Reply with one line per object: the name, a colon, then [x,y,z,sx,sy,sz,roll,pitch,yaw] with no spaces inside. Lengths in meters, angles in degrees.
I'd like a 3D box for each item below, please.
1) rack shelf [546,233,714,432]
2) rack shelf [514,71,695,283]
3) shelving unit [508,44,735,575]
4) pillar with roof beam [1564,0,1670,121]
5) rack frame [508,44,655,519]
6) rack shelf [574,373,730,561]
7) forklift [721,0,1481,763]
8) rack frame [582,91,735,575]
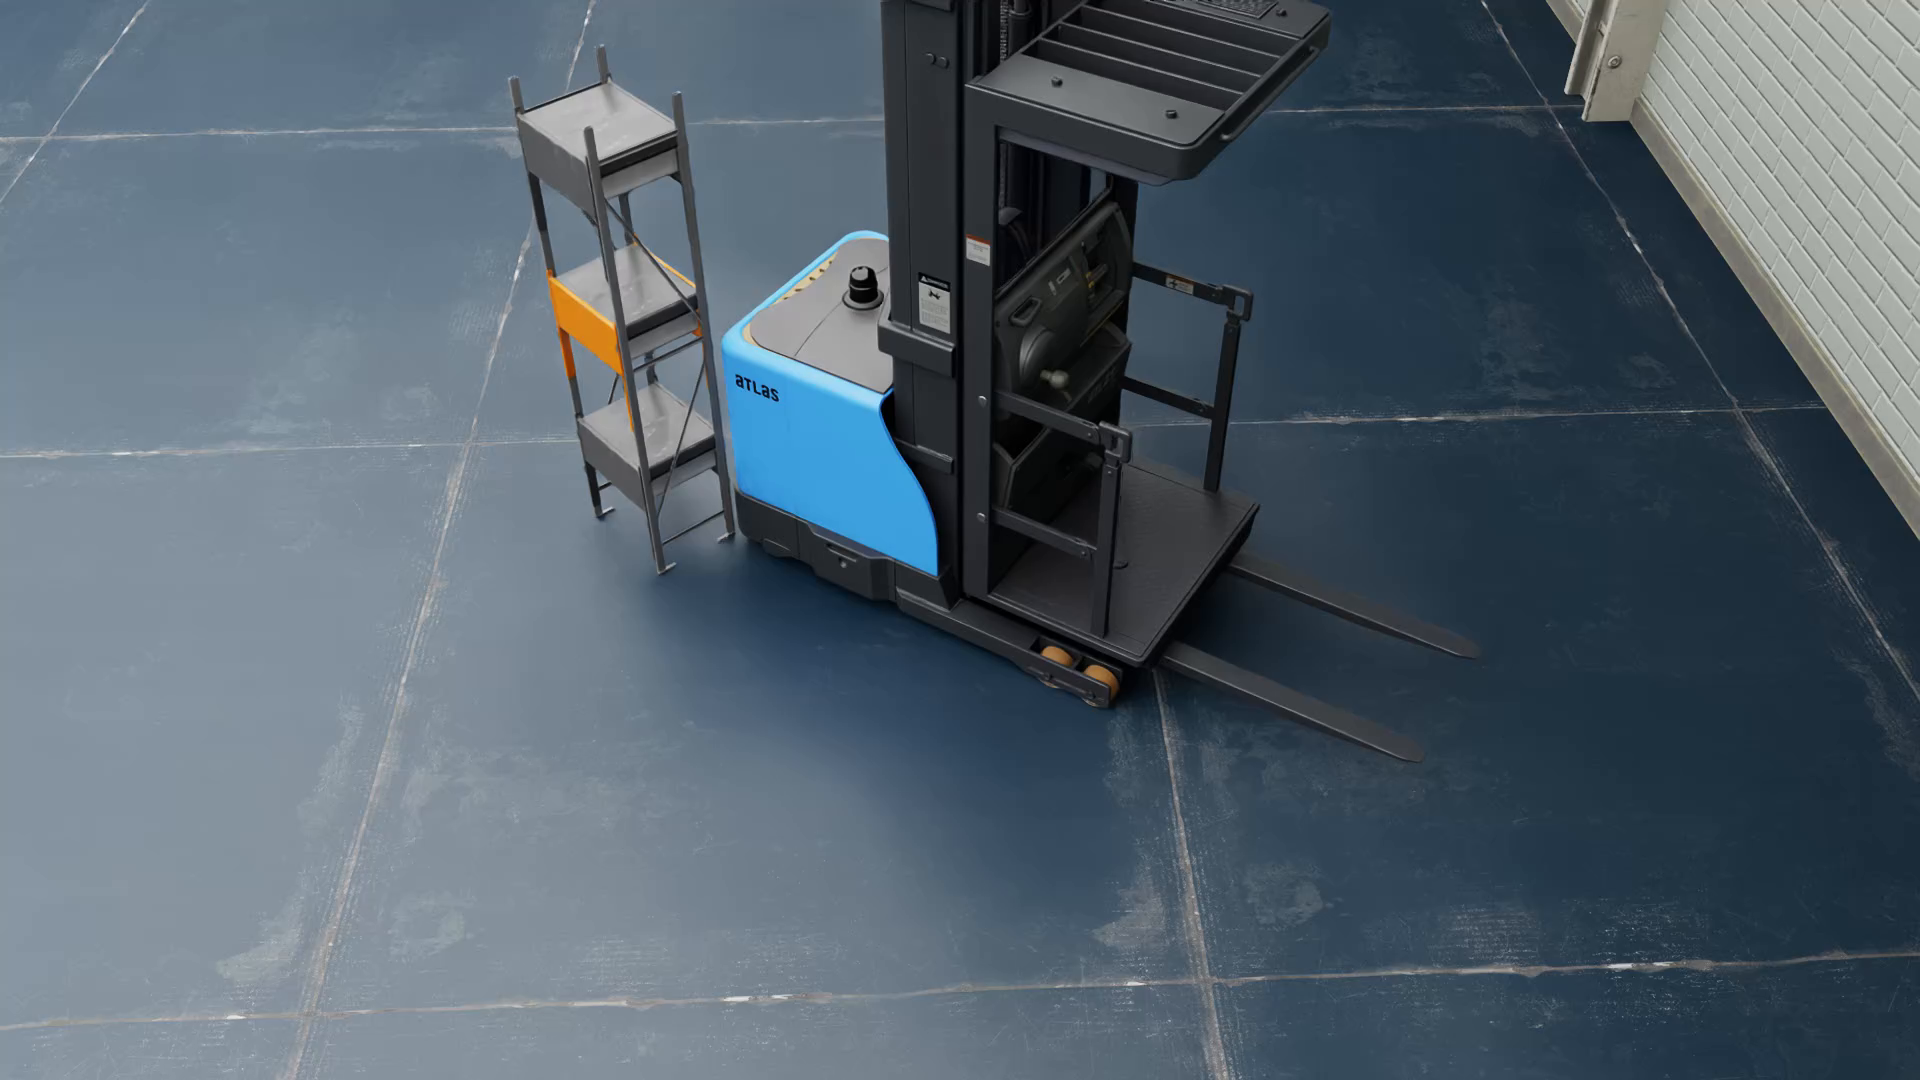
rack shelf: [-1.300,-0.830,6.622,0.431,0.518,0.480,-31,51,-30]
rack shelf: [-1.300,-1.346,6.149,0.431,0.518,0.480,-31,51,-30]
shelving unit: [-1.300,-0.840,6.612,0.431,2.100,0.503,-31,51,-30]
pillar with roof beam: [-0.404,-5.848,6.971,9.100,9.000,0.400,-2,43,-2]
rack frame: [-1.464,-0.962,6.746,0.400,2.100,0.015,-31,51,-30]
rack shelf: [-1.300,-0.314,7.095,0.431,0.518,0.480,-31,51,-30]
forklift: [0.563,-0.838,5.995,3.031,2.935,1.130,23,47,23]
rack frame: [-1.137,-0.718,6.479,0.400,2.100,0.015,-31,51,-30]
